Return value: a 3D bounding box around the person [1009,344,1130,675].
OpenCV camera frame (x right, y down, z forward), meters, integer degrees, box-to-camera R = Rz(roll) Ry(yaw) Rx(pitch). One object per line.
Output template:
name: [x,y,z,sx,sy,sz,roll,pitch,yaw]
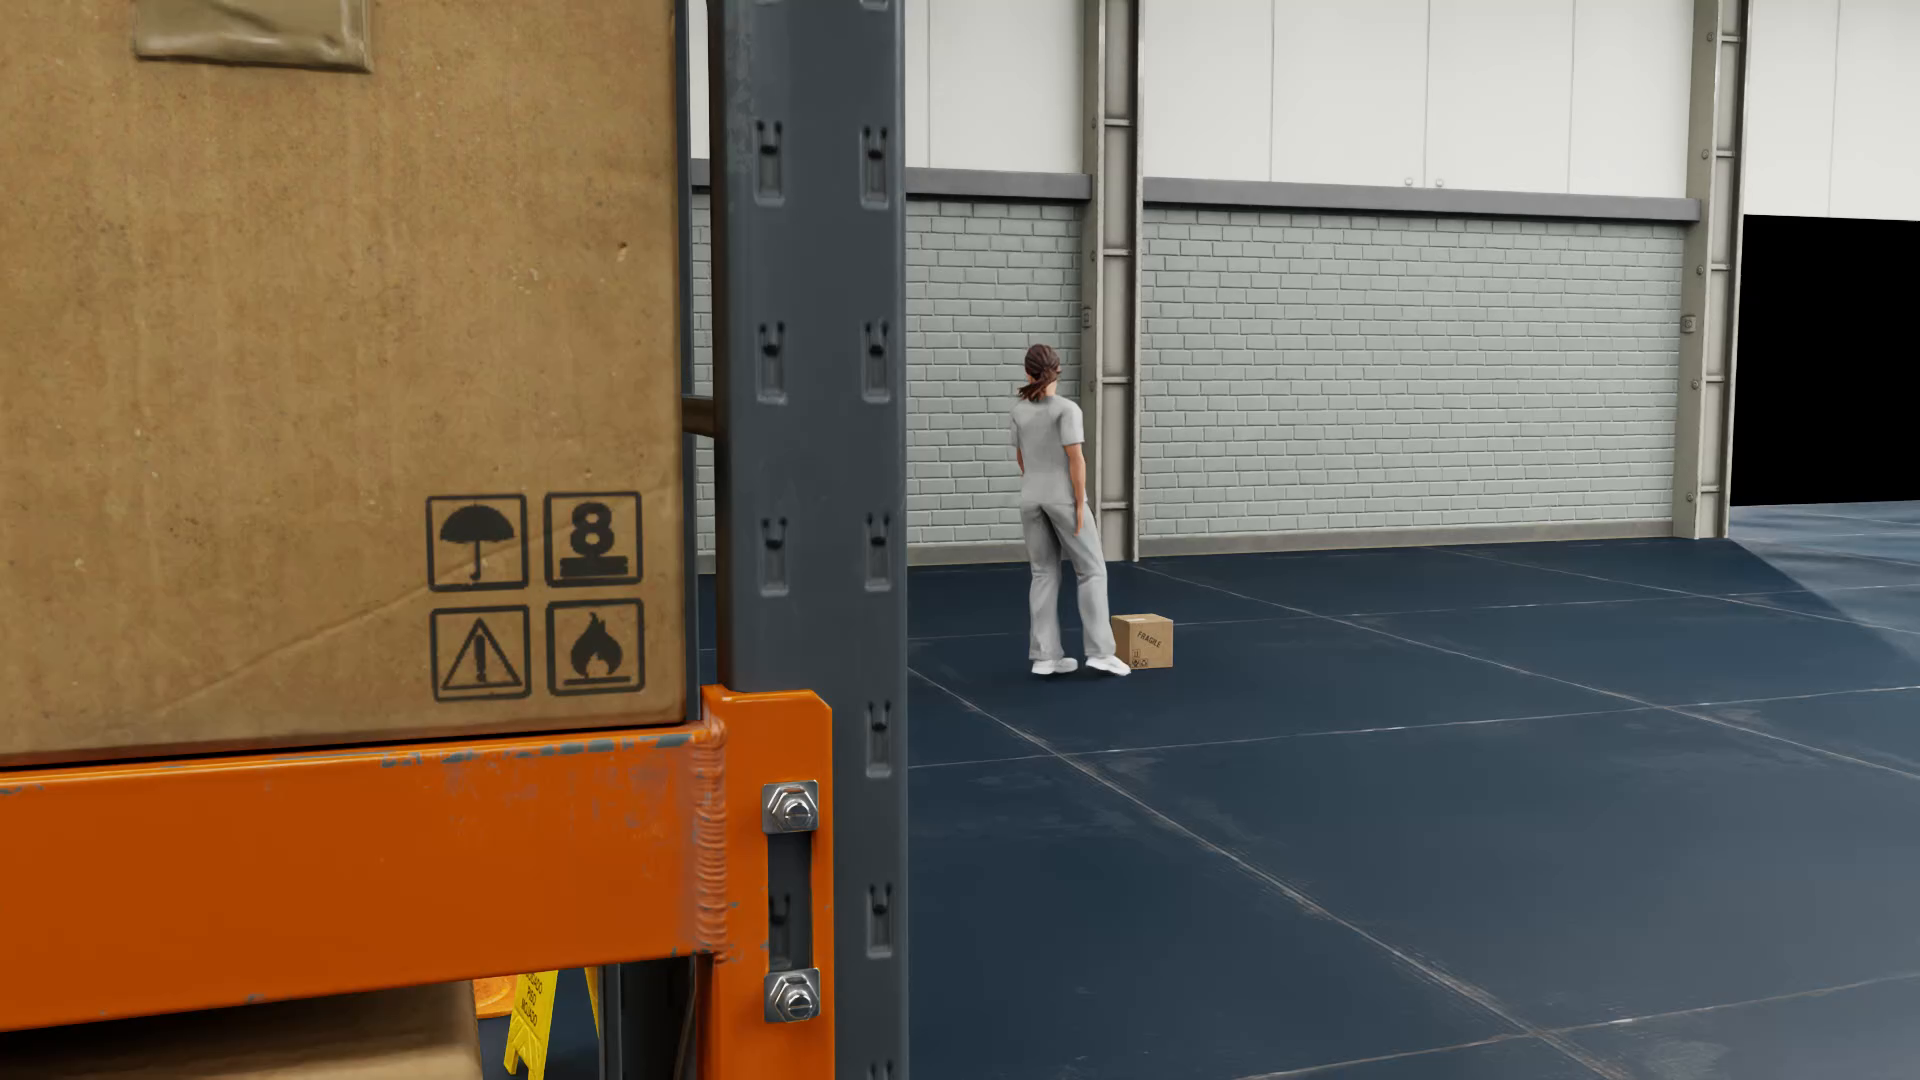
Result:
person: [0.529,-0.143,8.437,0.522,1.694,0.544,4,7,36]
